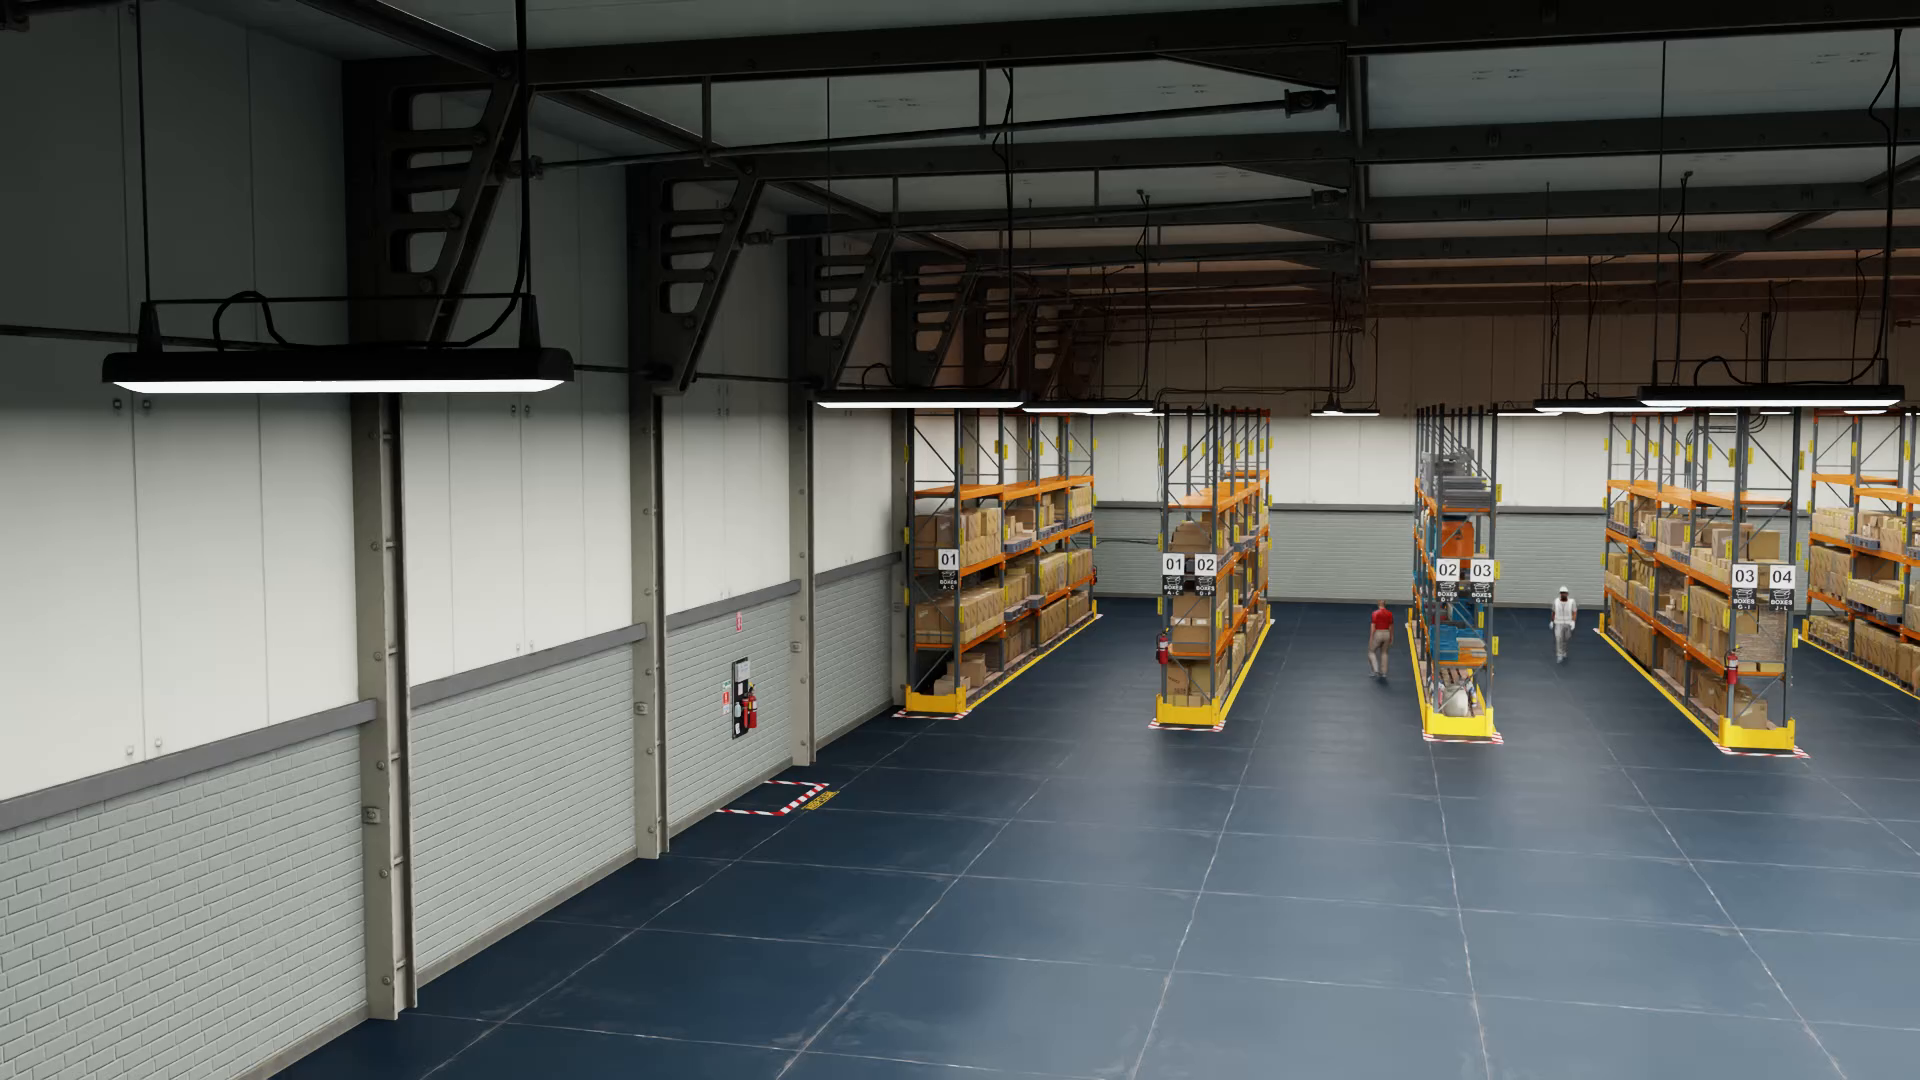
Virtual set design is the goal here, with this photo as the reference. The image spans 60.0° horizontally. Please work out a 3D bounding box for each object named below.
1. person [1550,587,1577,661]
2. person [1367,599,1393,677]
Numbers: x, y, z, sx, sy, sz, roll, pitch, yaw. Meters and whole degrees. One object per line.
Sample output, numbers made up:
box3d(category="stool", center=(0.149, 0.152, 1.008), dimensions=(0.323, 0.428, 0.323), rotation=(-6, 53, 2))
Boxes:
box3d(category="person", center=(14.286, 1.969, 39.266), dimensions=(0.545, 1.715, 1.054), rotation=(1, 4, 9))
box3d(category="person", center=(9.344, 2.196, 36.919), dimensions=(0.574, 1.774, 0.401), rotation=(-1, 4, -14))
